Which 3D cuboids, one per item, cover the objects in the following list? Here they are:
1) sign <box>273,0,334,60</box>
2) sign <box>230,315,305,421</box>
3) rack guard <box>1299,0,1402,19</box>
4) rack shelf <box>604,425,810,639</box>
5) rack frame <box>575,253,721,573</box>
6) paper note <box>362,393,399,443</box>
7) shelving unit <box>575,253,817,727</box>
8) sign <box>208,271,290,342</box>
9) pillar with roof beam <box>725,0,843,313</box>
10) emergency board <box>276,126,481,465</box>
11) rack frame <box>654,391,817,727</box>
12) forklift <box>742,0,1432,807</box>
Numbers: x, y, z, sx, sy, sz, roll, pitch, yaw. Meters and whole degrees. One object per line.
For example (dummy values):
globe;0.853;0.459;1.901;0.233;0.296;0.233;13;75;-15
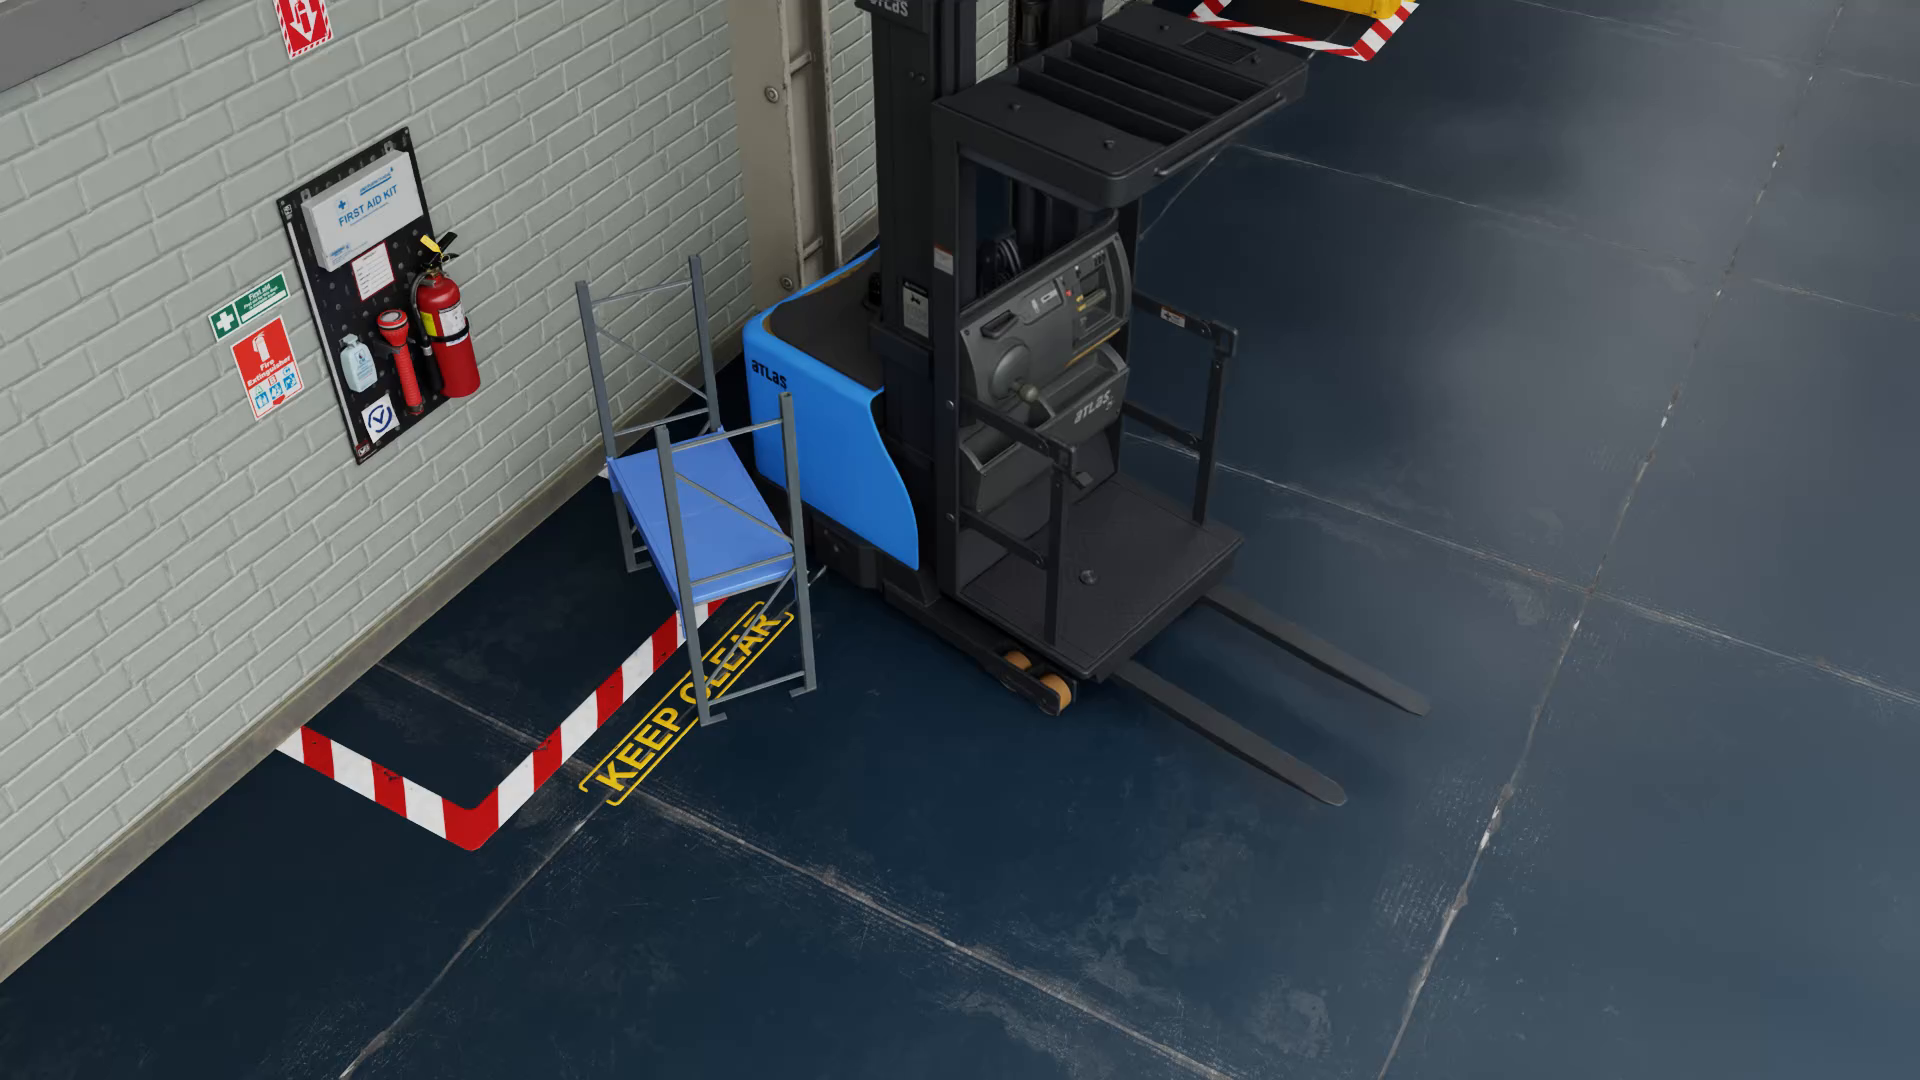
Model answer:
sign;-2.207;-1.784;5.568;0.001;0.298;0.199;21;45;22
sign;-2.483;-0.617;5.970;0.001;0.329;0.234;21;45;22
rack guard;2.592;-4.139;11.888;1.175;0.500;0.348;21;45;22
rack shelf;-1.041;-0.056;6.766;0.538;0.185;1.000;-17;44;-19
rack frame;-1.257;-0.495;6.992;0.500;1.500;0.032;-17;44;-19
paper note;-2.265;-0.477;6.504;0.016;0.148;0.142;21;45;22
shelving unit;-1.041;-0.191;6.647;0.538;1.500;1.048;-17;44;-19
sign;-2.473;-0.816;5.794;0.001;0.109;0.331;21;45;22
pillar with roof beam;2.880;-3.115;4.294;9.100;9.000;0.400;21;45;22
emergency board;-2.117;-0.886;6.302;0.194;1.169;0.643;21;45;22
rack frame;-0.824;0.113;6.302;0.500;1.500;0.032;-17;44;-19
forklift;0.497;-0.787;6.241;3.031;2.935;1.130;31;50;30
